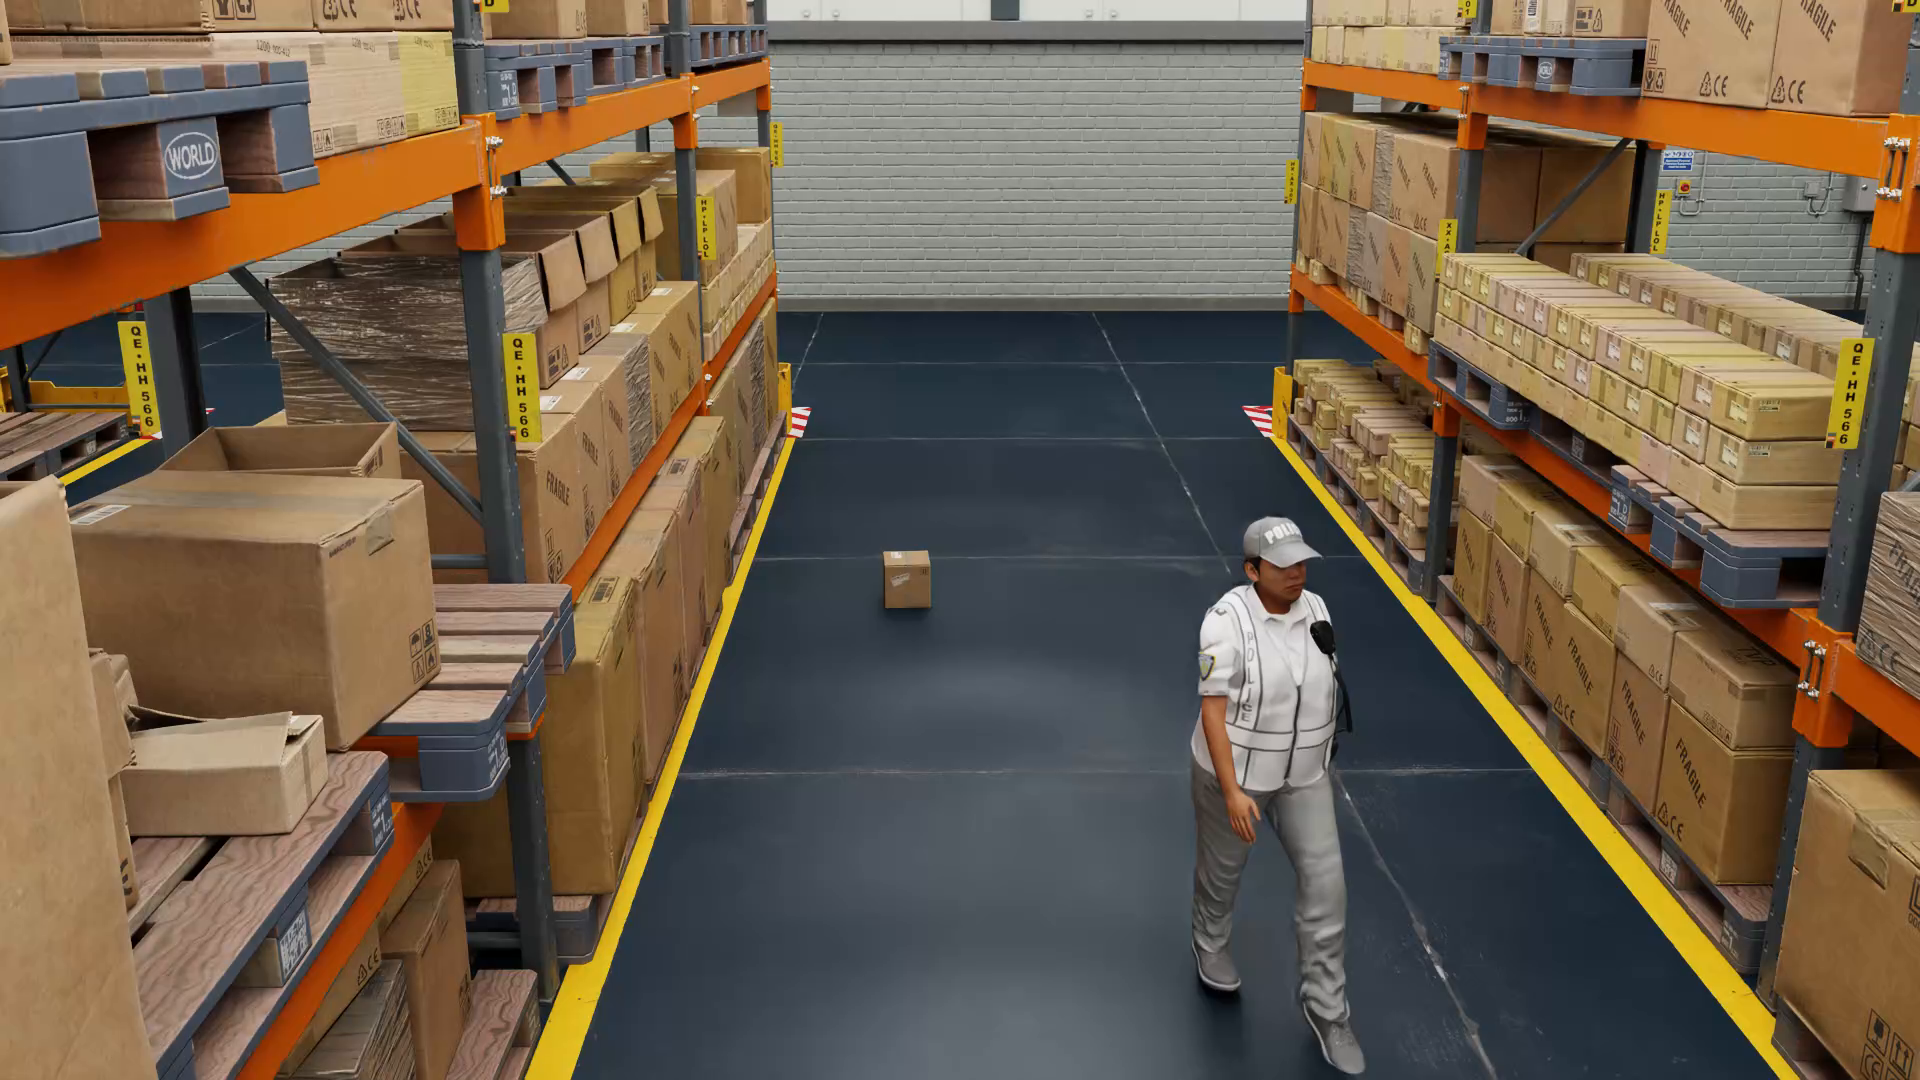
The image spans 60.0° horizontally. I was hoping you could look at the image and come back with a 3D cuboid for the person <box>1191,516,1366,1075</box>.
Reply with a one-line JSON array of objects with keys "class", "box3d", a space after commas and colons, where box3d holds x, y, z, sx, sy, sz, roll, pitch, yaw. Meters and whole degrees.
[{"class": "person", "box3d": [0.955, 0.763, 5.141, 0.472, 1.705, 0.757, -5, 18, -16]}]
